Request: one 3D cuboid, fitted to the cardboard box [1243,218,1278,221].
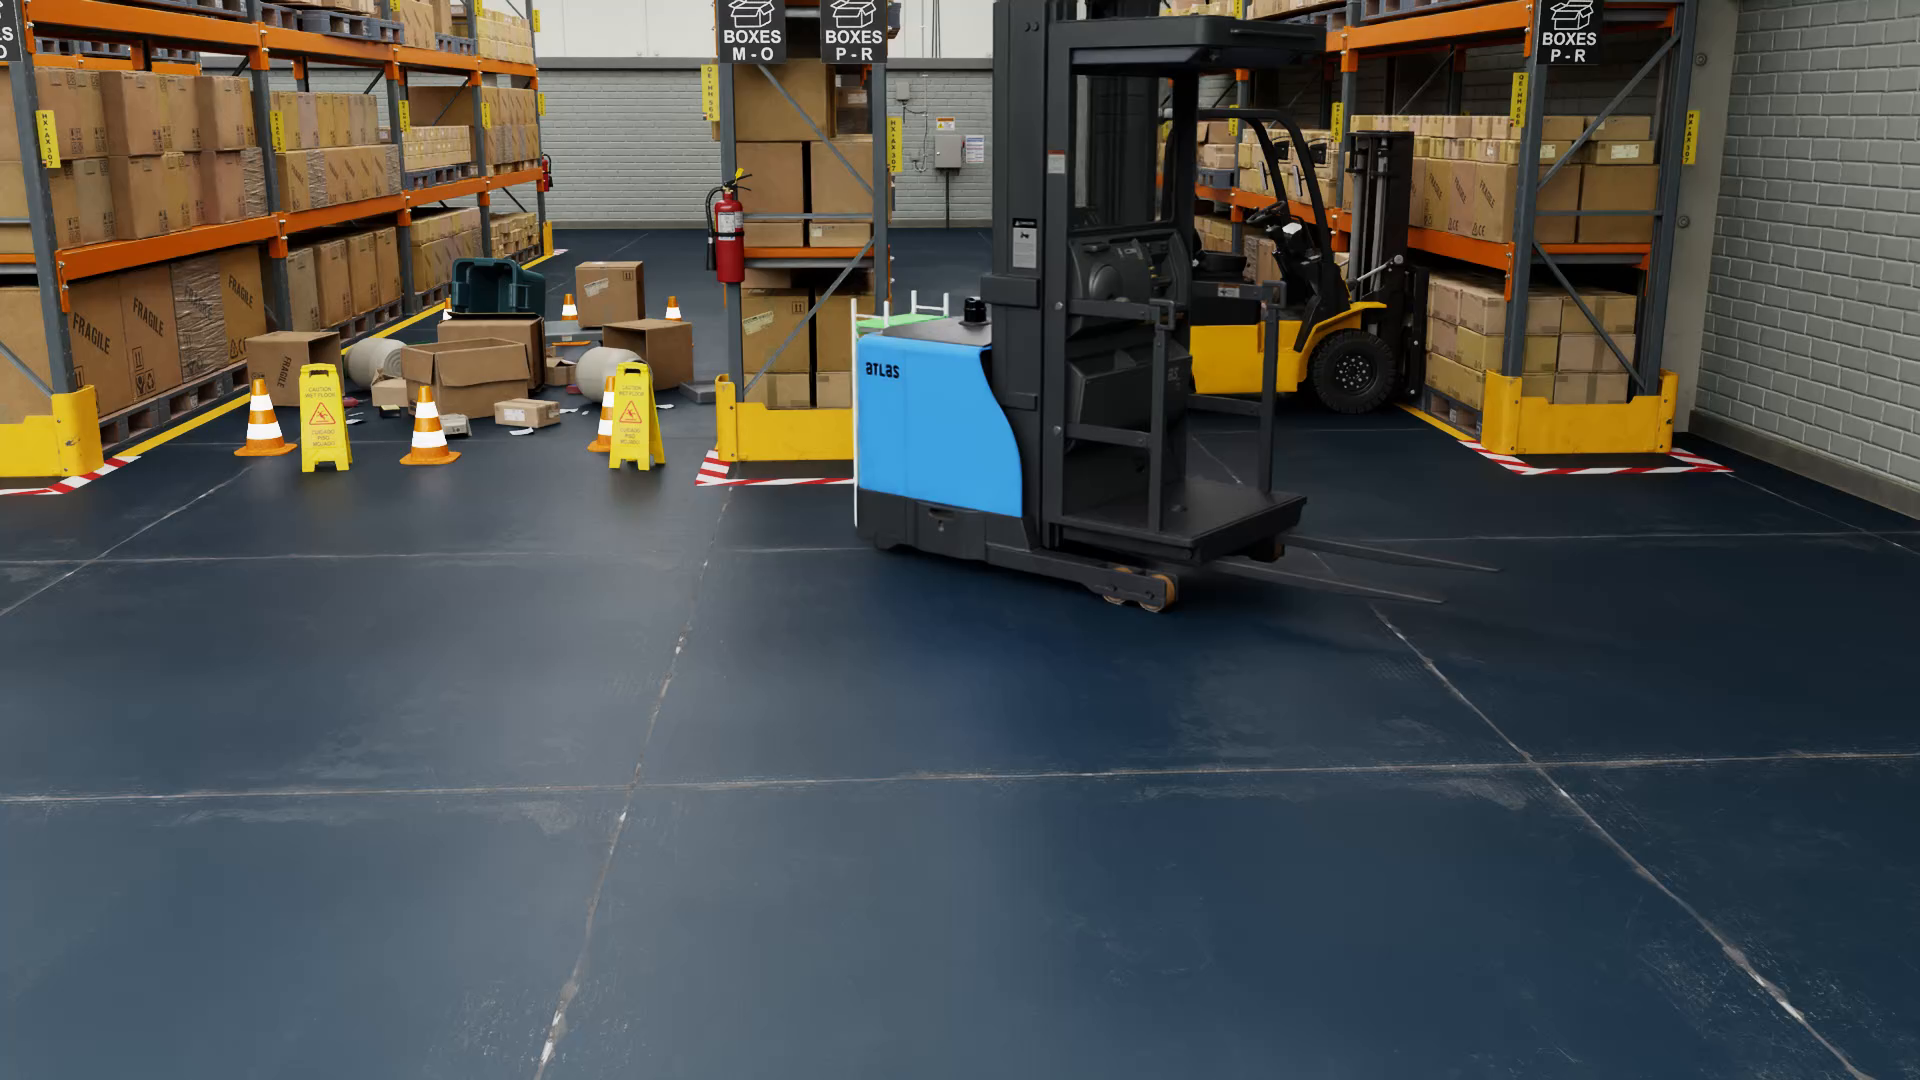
[{"bbox_3d":[3.685,-3.875,20.440,0.380,0.149,0.250,-1,15,-6],"label":"cardboard box"}]

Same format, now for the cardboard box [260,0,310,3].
[{"bbox_3d":[-5.954,-4.807,14.630,0.380,0.149,0.250,-1,14,-3],"label":"cardboard box"}]

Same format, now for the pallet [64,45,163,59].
[{"bbox_3d":[-11.692,-6.726,22.805,1.003,0.211,1.213,-1,14,-3],"label":"pallet"}]

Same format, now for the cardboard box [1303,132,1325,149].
[{"bbox_3d":[3.373,-3.684,15.321,0.380,0.149,0.250,-1,14,-5],"label":"cardboard box"}]

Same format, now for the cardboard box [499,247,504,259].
[{"bbox_3d":[-6.341,-3.845,22.331,0.380,0.149,0.250,0,14,-2],"label":"cardboard box"}]

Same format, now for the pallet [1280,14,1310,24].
[{"bbox_3d":[3.717,-4.961,16.147,1.003,0.211,1.213,0,14,-1],"label":"pallet"}]

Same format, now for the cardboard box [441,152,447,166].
[{"bbox_3d":[-6.316,-4.523,19.747,0.380,0.149,0.250,0,14,-1],"label":"cardboard box"}]

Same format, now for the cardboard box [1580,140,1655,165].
[{"bbox_3d":[4.247,-2.507,10.746,0.380,0.149,0.250,-1,14,-5],"label":"cardboard box"}]

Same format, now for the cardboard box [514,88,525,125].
[{"bbox_3d":[-6.521,-6.167,23.672,0.500,0.500,0.500,0,14,-1],"label":"cardboard box"}]

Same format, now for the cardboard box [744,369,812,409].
[{"bbox_3d":[-1.265,-1.053,11.274,0.500,0.250,0.500,-1,14,-4],"label":"cardboard box"}]

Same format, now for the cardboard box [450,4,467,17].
[{"bbox_3d":[-6.399,-6.752,21.228,0.380,0.149,0.250,-1,14,-4],"label":"cardboard box"}]

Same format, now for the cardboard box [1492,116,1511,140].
[{"bbox_3d":[3.731,-2.709,10.936,0.380,0.149,0.250,-1,14,-3],"label":"cardboard box"}]

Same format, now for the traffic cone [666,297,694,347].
[{"bbox_3d":[-2.667,-2.031,15.492,0.336,0.463,0.334,-1,14,-3],"label":"traffic cone"}]

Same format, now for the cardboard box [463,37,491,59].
[{"bbox_3d":[-6.388,-6.360,21.508,0.500,0.250,0.500,0,14,-1],"label":"cardboard box"}]

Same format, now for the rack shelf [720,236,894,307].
[{"bbox_3d":[-1.068,-2.127,12.218,1.077,0.370,4.000,-1,14,-3],"label":"rack shelf"}]

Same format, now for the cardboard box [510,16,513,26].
[{"bbox_3d":[-6.542,-7.338,23.505,0.380,0.149,0.250,-1,14,-5],"label":"cardboard box"}]

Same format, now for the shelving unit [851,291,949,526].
[{"bbox_3d":[-0.308,-0.686,8.784,0.258,1.200,0.503,11,18,36],"label":"shelving unit"}]

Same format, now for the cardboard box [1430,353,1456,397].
[{"bbox_3d":[3.644,-1.163,11.703,0.500,0.250,0.500,-1,14,-3],"label":"cardboard box"}]

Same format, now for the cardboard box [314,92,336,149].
[{"bbox_3d":[-6.258,-3.907,15.483,0.700,0.500,0.500,-1,14,-4],"label":"cardboard box"}]

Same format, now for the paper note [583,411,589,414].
[{"bbox_3d":[-2.727,-0.927,12.110,0.032,0.001,0.123,-1,14,-3],"label":"paper note"}]

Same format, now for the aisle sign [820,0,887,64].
[{"bbox_3d":[-0.631,-3.227,9.830,0.394,0.787,0.004,-1,14,-3],"label":"aisle sign"}]

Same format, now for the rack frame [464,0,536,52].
[{"bbox_3d":[-6.870,-8.761,24.518,1.000,3.000,0.127,-1,14,-3],"label":"rack frame"}]

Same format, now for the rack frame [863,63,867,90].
[{"bbox_3d":[-1.440,-3.968,17.928,1.000,3.000,0.127,-1,14,-3],"label":"rack frame"}]

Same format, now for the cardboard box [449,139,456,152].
[{"bbox_3d":[-6.349,-4.796,20.210,0.380,0.149,0.250,-1,14,-5],"label":"cardboard box"}]

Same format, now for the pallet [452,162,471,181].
[{"bbox_3d":[-6.720,-4.576,20.676,1.003,0.211,1.213,-1,14,-3],"label":"pallet"}]

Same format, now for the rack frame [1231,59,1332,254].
[{"bbox_3d":[3.514,-4.045,18.229,1.000,3.000,0.127,-1,14,-3],"label":"rack frame"}]

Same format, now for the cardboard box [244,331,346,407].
[{"bbox_3d":[-5.006,-1.292,12.539,0.500,0.500,0.500,2,15,6],"label":"cardboard box"}]

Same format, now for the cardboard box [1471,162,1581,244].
[{"bbox_3d":[3.717,-2.222,10.944,0.500,0.500,0.500,-1,14,-5],"label":"cardboard box"}]

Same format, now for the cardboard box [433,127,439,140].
[{"bbox_3d":[-6.304,-4.743,19.408,0.380,0.149,0.250,-1,14,-4],"label":"cardboard box"}]

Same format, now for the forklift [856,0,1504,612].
[{"bbox_3d":[0.951,-1.252,7.509,3.031,2.935,1.130,11,18,37],"label":"forklift"}]

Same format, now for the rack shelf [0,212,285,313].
[{"bbox_3d":[-6.003,-2.026,11.823,1.077,0.370,4.000,-1,14,-3],"label":"rack shelf"}]

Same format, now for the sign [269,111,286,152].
[{"bbox_3d":[-5.573,-3.338,13.584,0.100,0.325,0.005,-1,14,-3],"label":"sign"}]

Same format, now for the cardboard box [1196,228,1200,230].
[{"bbox_3d":[3.141,-3.653,20.877,0.500,0.500,0.500,-1,14,-5],"label":"cardboard box"}]

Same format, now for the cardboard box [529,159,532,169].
[{"bbox_3d":[-6.590,-5.595,24.756,0.380,0.149,0.250,-1,14,-4],"label":"cardboard box"}]

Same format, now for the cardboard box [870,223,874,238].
[{"bbox_3d":[-0.724,-2.074,11.071,0.380,0.149,0.250,-1,14,-5],"label":"cardboard box"}]

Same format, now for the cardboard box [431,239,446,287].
[{"bbox_3d":[-6.198,-3.164,18.977,0.500,0.500,0.500,-1,14,-3],"label":"cardboard box"}]

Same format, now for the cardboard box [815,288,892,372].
[{"bbox_3d":[-0.721,-1.424,11.211,0.500,0.500,0.500,-1,14,-5],"label":"cardboard box"}]

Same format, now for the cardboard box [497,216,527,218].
[{"bbox_3d":[-6.531,-4.648,24.255,0.380,0.149,0.250,-1,15,-6],"label":"cardboard box"}]

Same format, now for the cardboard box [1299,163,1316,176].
[{"bbox_3d":[3.437,-3.466,15.275,0.500,0.250,0.500,-1,14,-5],"label":"cardboard box"}]

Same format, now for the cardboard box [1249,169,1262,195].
[{"bbox_3d":[3.323,-3.733,17.318,0.500,0.250,0.500,-1,14,-5],"label":"cardboard box"}]

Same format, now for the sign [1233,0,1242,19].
[{"bbox_3d":[2.972,-5.741,17.760,0.100,0.325,0.005,-1,14,-3],"label":"sign"}]

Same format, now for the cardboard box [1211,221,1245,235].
[{"bbox_3d":[3.223,-3.733,19.888,0.380,0.149,0.250,-1,14,-4],"label":"cardboard box"}]

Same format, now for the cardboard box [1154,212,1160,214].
[{"bbox_3d":[2.908,-4.528,24.278,0.500,0.500,0.500,-1,14,-2],"label":"cardboard box"}]

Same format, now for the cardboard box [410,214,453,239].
[{"bbox_3d":[-6.225,-3.647,19.349,0.500,0.250,0.500,-1,14,-3],"label":"cardboard box"}]

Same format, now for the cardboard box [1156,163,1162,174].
[{"bbox_3d":[2.916,-5.123,22.920,0.380,0.149,0.250,-1,14,-2],"label":"cardboard box"}]

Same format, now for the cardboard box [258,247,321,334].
[{"bbox_3d":[-6.255,-2.138,14.489,1.050,0.750,0.750,-1,14,-4],"label":"cardboard box"}]

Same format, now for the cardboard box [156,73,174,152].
[{"bbox_3d":[-6.051,-2.972,11.588,0.875,0.550,0.500,-1,14,-3],"label":"cardboard box"}]

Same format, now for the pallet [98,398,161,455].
[{"bbox_3d":[-6.006,-0.724,10.916,1.003,0.211,1.213,-1,14,-3],"label":"pallet"}]

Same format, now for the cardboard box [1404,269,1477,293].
[{"bbox_3d":[3.567,-1.900,12.559,0.500,0.250,0.500,-1,14,-5],"label":"cardboard box"}]
